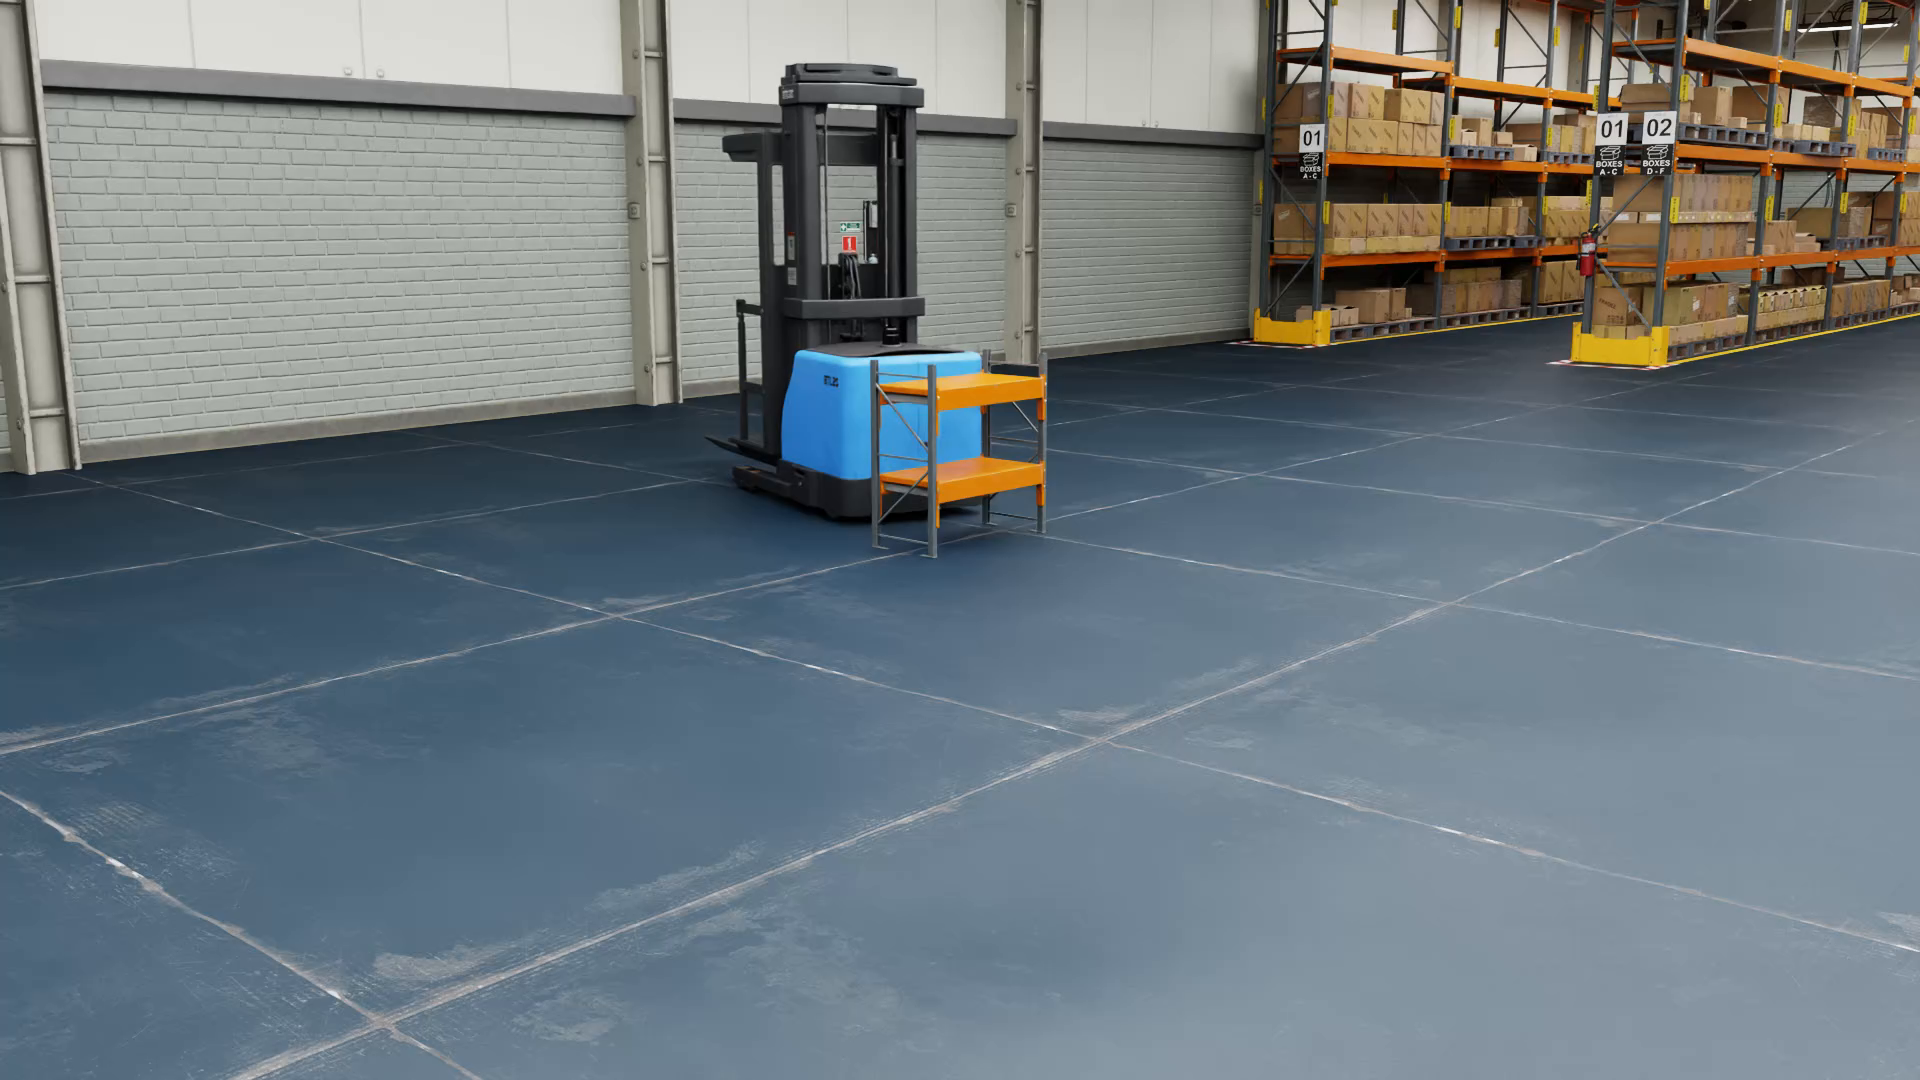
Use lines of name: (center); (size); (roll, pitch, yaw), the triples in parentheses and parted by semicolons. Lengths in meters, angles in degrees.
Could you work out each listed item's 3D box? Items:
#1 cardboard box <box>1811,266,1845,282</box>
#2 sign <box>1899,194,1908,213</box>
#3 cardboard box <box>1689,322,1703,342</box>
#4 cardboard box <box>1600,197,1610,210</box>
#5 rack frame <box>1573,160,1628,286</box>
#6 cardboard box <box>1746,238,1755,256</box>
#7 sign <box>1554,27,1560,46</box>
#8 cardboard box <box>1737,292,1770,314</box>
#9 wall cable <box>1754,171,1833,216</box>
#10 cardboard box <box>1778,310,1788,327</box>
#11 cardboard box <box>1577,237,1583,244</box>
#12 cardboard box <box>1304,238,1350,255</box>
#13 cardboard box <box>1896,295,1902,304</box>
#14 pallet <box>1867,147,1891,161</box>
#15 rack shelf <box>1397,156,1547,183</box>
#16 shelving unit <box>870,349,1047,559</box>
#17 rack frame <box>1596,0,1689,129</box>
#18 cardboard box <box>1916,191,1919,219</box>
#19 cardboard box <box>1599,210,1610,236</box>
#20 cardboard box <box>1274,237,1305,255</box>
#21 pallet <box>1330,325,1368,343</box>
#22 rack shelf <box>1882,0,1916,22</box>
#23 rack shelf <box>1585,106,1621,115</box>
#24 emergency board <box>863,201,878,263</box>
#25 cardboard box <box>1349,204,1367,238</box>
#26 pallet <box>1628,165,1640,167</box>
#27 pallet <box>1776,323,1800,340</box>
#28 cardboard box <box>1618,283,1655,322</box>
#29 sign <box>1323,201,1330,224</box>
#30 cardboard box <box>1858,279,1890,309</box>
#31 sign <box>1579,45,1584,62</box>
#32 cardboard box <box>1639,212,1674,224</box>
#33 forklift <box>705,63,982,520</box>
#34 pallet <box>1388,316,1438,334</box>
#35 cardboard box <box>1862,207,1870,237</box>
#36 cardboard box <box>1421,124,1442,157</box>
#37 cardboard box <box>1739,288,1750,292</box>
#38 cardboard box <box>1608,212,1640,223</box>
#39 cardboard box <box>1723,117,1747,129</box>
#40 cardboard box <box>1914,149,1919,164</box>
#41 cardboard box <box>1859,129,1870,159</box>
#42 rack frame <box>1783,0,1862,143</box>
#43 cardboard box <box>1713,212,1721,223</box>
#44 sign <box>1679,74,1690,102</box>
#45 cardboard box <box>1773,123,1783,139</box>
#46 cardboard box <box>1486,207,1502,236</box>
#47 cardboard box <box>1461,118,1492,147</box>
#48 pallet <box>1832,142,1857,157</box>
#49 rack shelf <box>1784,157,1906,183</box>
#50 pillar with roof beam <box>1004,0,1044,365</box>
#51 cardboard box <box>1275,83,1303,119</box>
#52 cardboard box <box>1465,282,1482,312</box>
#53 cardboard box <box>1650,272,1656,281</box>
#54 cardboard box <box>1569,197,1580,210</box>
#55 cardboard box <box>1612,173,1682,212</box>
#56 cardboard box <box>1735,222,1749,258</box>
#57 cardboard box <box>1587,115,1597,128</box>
cardboard box: (15.447, -4.749, 29.674); (0.500, 0.250, 0.500); (10, 15, 40)
sign: (17.028, -6.075, 30.011); (0.100, 0.325, 0.005); (10, 15, 40)
cardboard box: (9.866, -2.868, 22.859); (0.500, 0.250, 0.500); (10, 15, 40)
cardboard box: (12.425, -6.615, 32.690); (0.500, 0.250, 0.500); (10, 15, 42)
rack frame: (12.886, -6.218, 33.685); (1.000, 3.000, 0.127); (10, 15, 40)
cardboard box: (11.620, -4.406, 24.993); (0.500, 0.250, 0.500); (11, 16, 44)
sign: (10.659, -9.000, 29.707); (0.100, 0.325, 0.005); (10, 15, 40)
cardboard box: (11.788, -3.562, 24.904); (0.500, 0.311, 0.500); (10, 15, 41)
wall cable: (19.528, -9.012, 40.283); (3.097, 2.526, 0.112); (10, 15, 40)
cardboard box: (12.459, -3.438, 25.712); (0.500, 0.250, 0.500); (9, 15, 39)
cardboard box: (11.819, -5.799, 32.179); (0.380, 0.149, 0.250); (10, 15, 42)
cardboard box: (5.525, -4.419, 25.012); (0.500, 0.250, 0.500); (9, 15, 39)
cardboard box: (17.612, -4.567, 31.528); (0.380, 0.166, 0.250); (10, 15, 40)
pallet: (15.444, -6.717, 29.004); (1.213, 0.211, 1.003); (10, 15, 40)
rack shelf: (8.925, -6.453, 29.042); (1.077, 0.370, 4.000); (10, 15, 40)
shelving unit: (0.004, -0.553, 10.106); (0.538, 1.125, 1.048); (10, 15, 40)
rack frame: (8.688, -6.754, 21.054); (1.000, 3.000, 0.127); (10, 15, 40)
cardboard box: (17.811, -6.302, 31.297); (0.500, 0.500, 0.500); (9, 15, 39)
cardboard box: (12.441, -6.246, 32.758); (0.500, 0.500, 0.500); (10, 15, 41)
cardboard box: (5.127, -4.483, 25.328); (0.500, 0.250, 0.500); (10, 15, 41)
pallet: (5.577, -3.211, 25.750); (1.003, 0.211, 1.213); (10, 15, 40)
rack shelf: (17.929, -10.091, 31.111); (1.077, 0.370, 4.000); (10, 15, 40)
rack shelf: (14.206, -8.905, 34.680); (1.077, 0.370, 4.000); (10, 15, 40)
emergency board: (-0.844, -3.426, 19.705); (0.194, 1.169, 0.643); (10, 15, 40)
cardboard box: (5.839, -4.859, 25.299); (0.500, 0.500, 0.500); (10, 15, 41)
pallet: (14.239, -7.943, 34.890); (1.003, 0.211, 1.213); (10, 15, 40)
pallet: (12.590, -3.327, 26.332); (1.003, 0.211, 1.213); (10, 15, 40)
cardboard box: (9.467, -3.304, 23.130); (0.500, 0.500, 0.500); (10, 15, 40)
sign: (5.372, -4.807, 24.409); (0.100, 0.325, 0.005); (10, 15, 40)
cardboard box: (16.499, -4.458, 30.133); (0.500, 0.500, 0.500); (10, 15, 40)
sign: (12.485, -9.771, 33.367); (0.100, 0.325, 0.005); (10, 15, 40)
cardboard box: (9.108, -4.210, 21.718); (0.380, 0.149, 0.250); (10, 15, 40)
forklift: (-0.996, -1.814, 11.808); (1.130, 2.935, 3.031); (-6, 13, -28)
pallet: (7.188, -3.570, 27.547); (1.003, 0.211, 1.213); (10, 15, 40)
cardboard box: (15.489, -5.565, 29.088); (0.700, 0.500, 0.500); (6, 13, 26)
cardboard box: (7.455, -6.464, 26.952); (0.500, 0.500, 0.500); (10, 15, 42)
cardboard box: (12.050, -3.781, 25.998); (0.500, 0.311, 0.500); (10, 15, 40)
cardboard box: (8.797, -4.261, 21.973); (0.380, 0.149, 0.250); (9, 15, 39)
cardboard box: (10.737, -5.811, 23.198); (0.380, 0.149, 0.250); (10, 15, 40)
cardboard box: (17.449, -7.088, 30.765); (0.500, 0.250, 0.500); (10, 15, 40)
cardboard box: (14.911, -6.730, 28.333); (0.910, 0.500, 0.500); (10, 15, 40)
rack frame: (13.969, -7.931, 26.947); (1.000, 3.000, 0.127); (10, 15, 40)
cardboard box: (10.297, -4.474, 23.044); (0.380, 0.149, 0.250); (10, 15, 42)
sign: (9.101, -5.678, 20.890); (0.100, 0.325, 0.005); (10, 15, 40)
cardboard box: (12.103, -6.175, 25.122); (0.500, 0.250, 0.500); (8, 14, 35)
cardboard box: (9.137, -5.638, 29.400); (0.700, 0.500, 0.500); (10, 15, 40)
cardboard box: (8.840, -7.018, 28.706); (0.500, 0.500, 0.500); (9, 14, 38)
pallet: (13.588, -6.257, 26.701); (1.213, 0.211, 1.003); (11, 16, 43)
rack shelf: (15.289, -6.402, 28.784); (1.077, 0.370, 4.000); (10, 15, 40)
pillar with roof beam: (4.050, -6.170, 18.127); (9.100, 9.000, 0.400); (10, 15, 40)
cardboard box: (5.052, -6.570, 24.929); (0.500, 0.500, 0.500); (11, 15, 43)
cardboard box: (8.749, -4.294, 29.309); (0.700, 0.500, 0.500); (10, 15, 41)
cardboard box: (14.477, -5.523, 35.515); (0.700, 0.500, 0.500); (9, 14, 39)
cardboard box: (11.420, -6.389, 31.559); (0.500, 0.250, 0.500); (10, 15, 41)
cardboard box: (9.040, -4.573, 21.879); (0.700, 0.500, 0.500); (10, 15, 41)
cardboard box: (11.040, -4.384, 24.247); (0.700, 0.500, 0.500); (9, 15, 39)
cardboard box: (12.206, -8.209, 32.701); (0.500, 0.250, 0.500); (-11, 16, -43)
